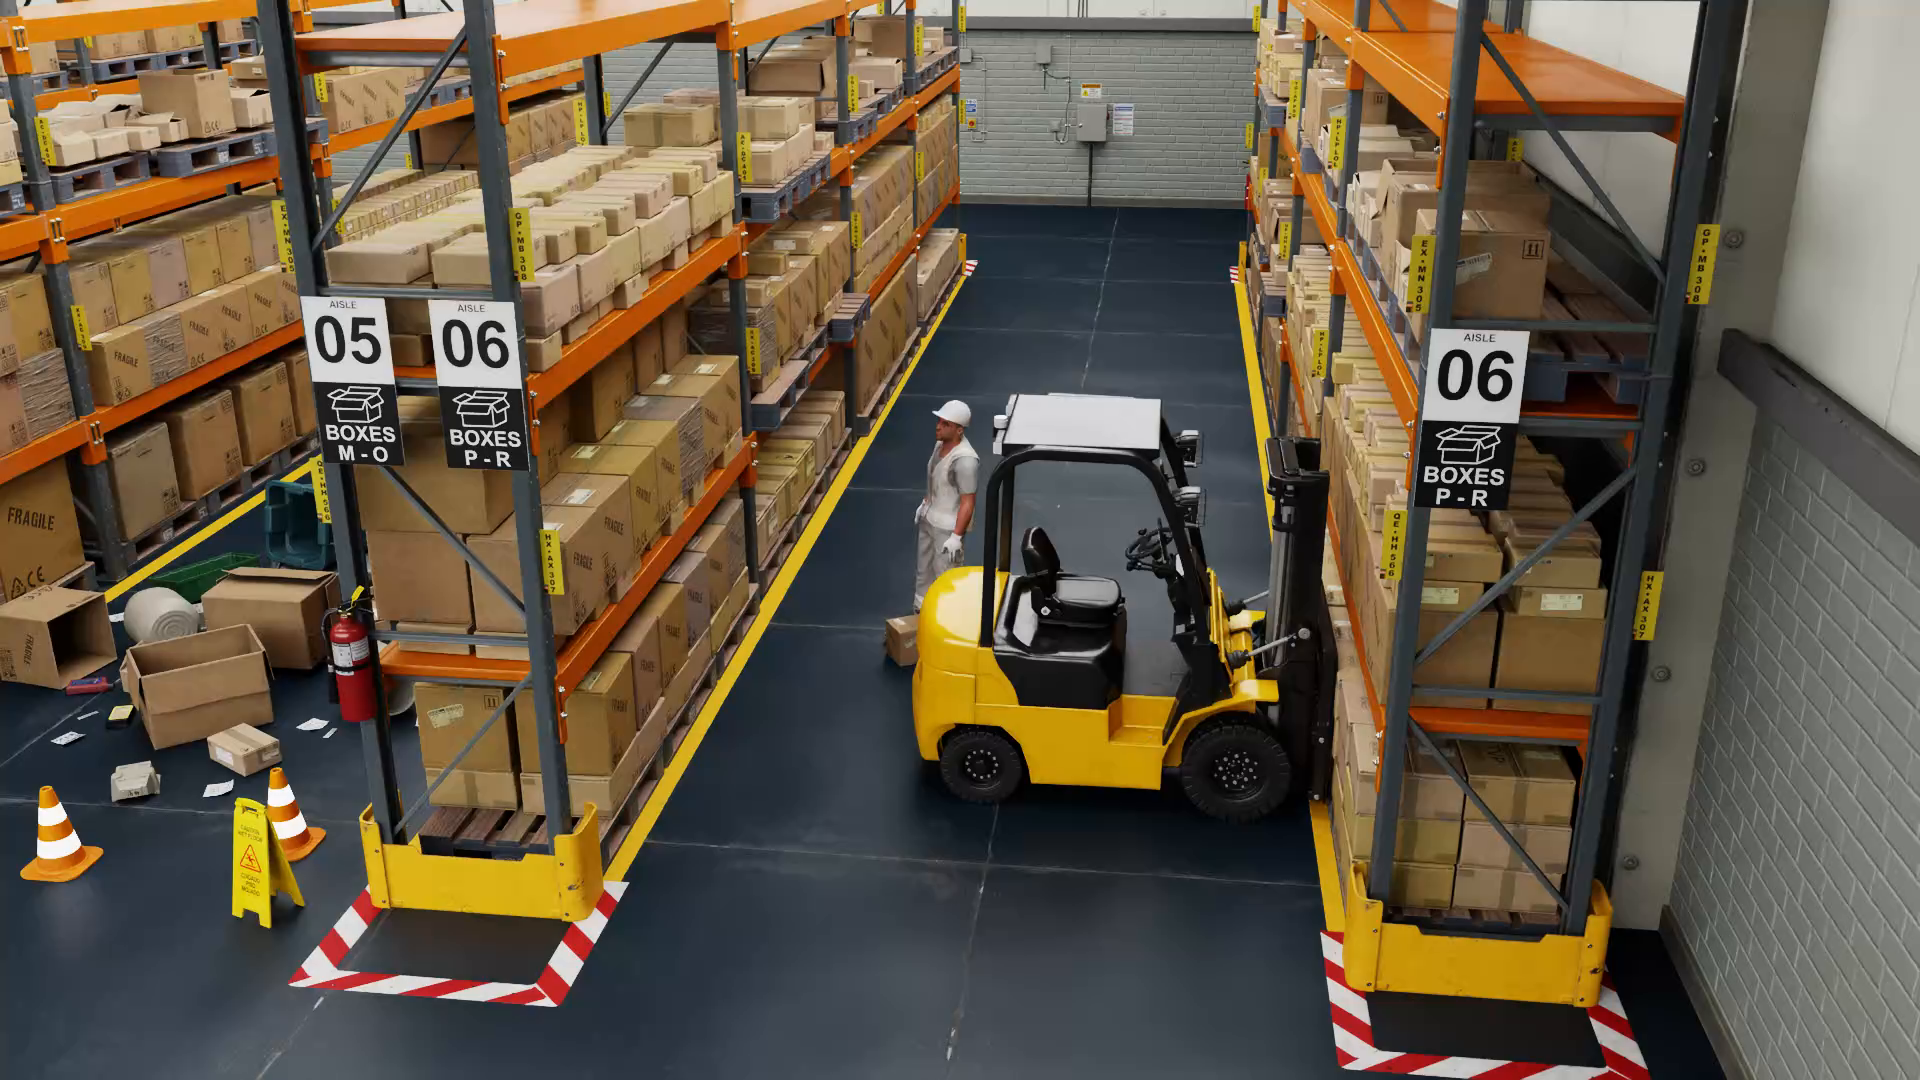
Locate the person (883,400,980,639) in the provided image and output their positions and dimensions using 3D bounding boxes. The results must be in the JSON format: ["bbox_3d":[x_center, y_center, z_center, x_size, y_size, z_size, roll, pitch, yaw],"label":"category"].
[{"bbox_3d":[-0.180,-0.076,11.220,0.561,1.790,0.638,-8,22,-21],"label":"person"}]
